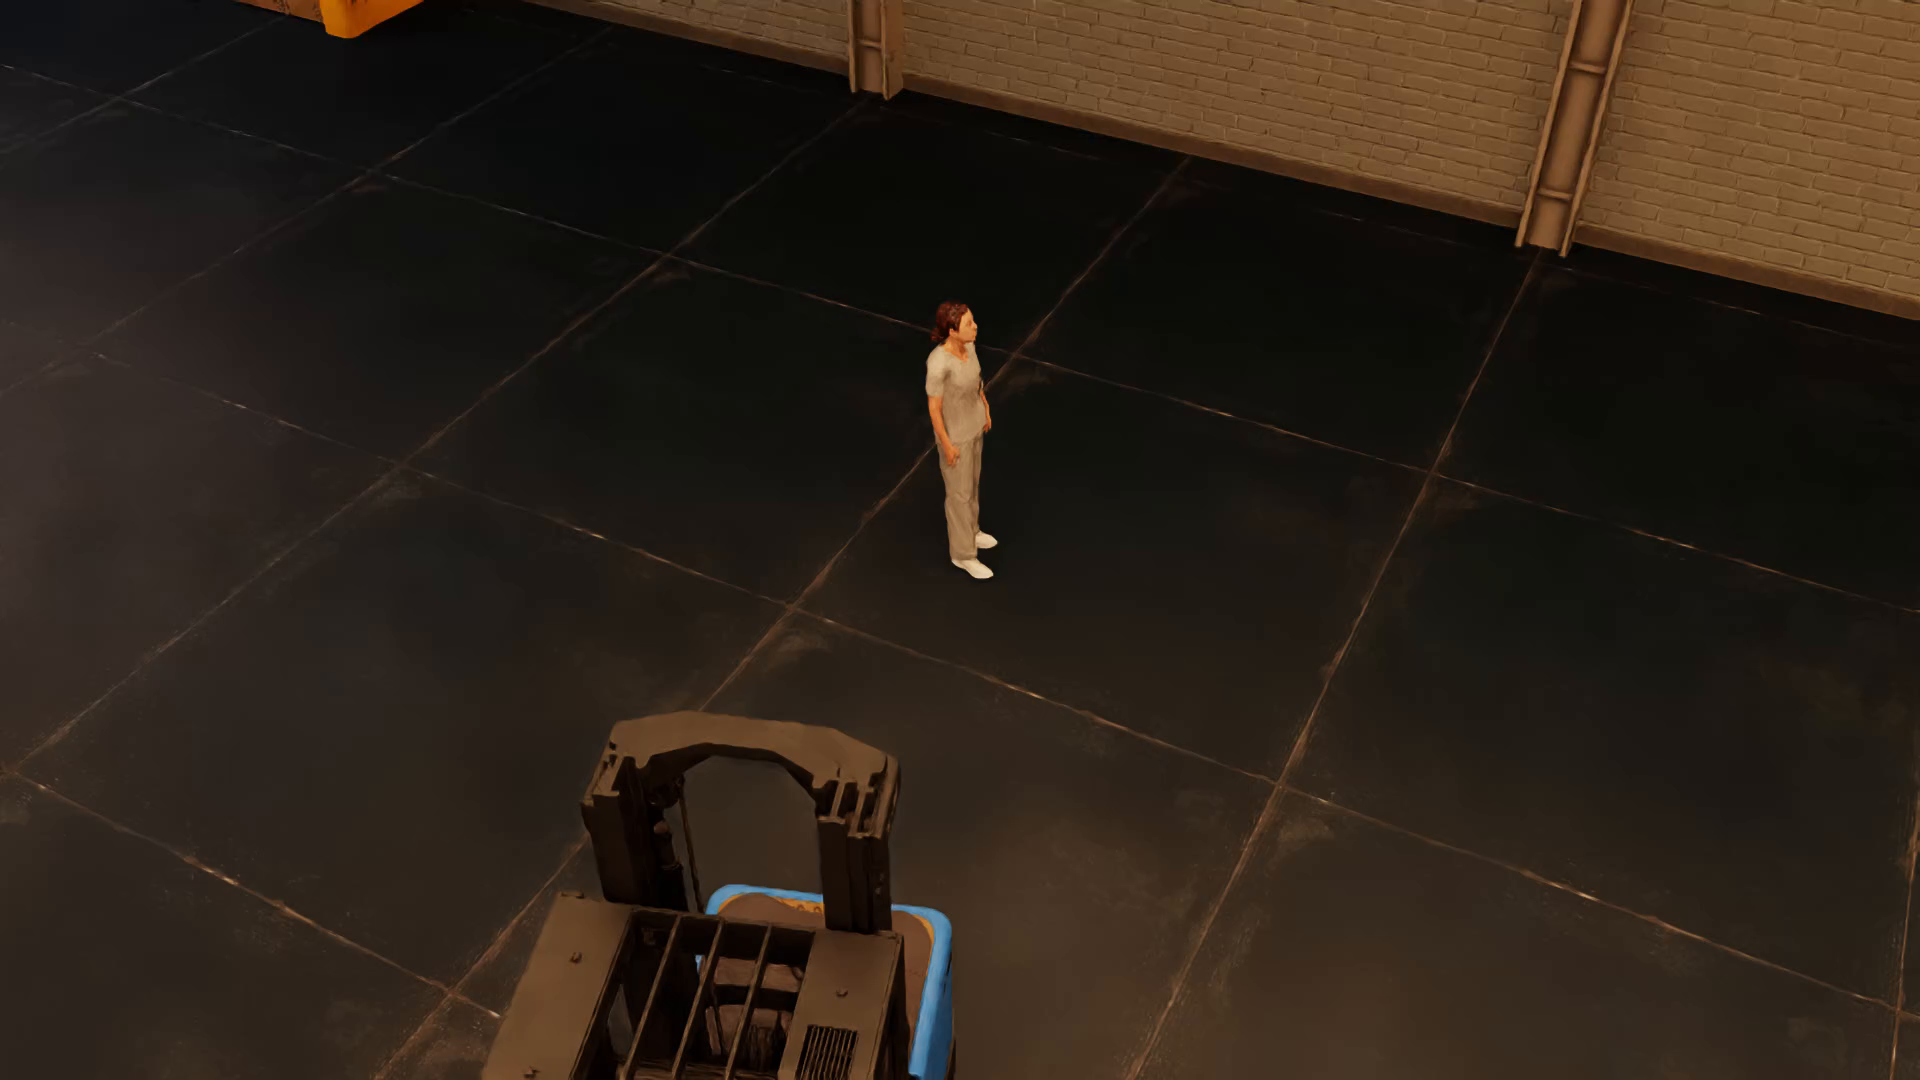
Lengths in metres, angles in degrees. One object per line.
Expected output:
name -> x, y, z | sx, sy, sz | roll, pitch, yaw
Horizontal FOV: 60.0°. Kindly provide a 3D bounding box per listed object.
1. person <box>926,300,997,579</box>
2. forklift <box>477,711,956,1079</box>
person -> 0.059, -0.617, 9.682 | 0.548, 1.674, 0.550 | 18, 43, 21
forklift -> -0.750, 2.106, 5.486 | 1.130, 2.935, 3.031 | 6, 40, 7
